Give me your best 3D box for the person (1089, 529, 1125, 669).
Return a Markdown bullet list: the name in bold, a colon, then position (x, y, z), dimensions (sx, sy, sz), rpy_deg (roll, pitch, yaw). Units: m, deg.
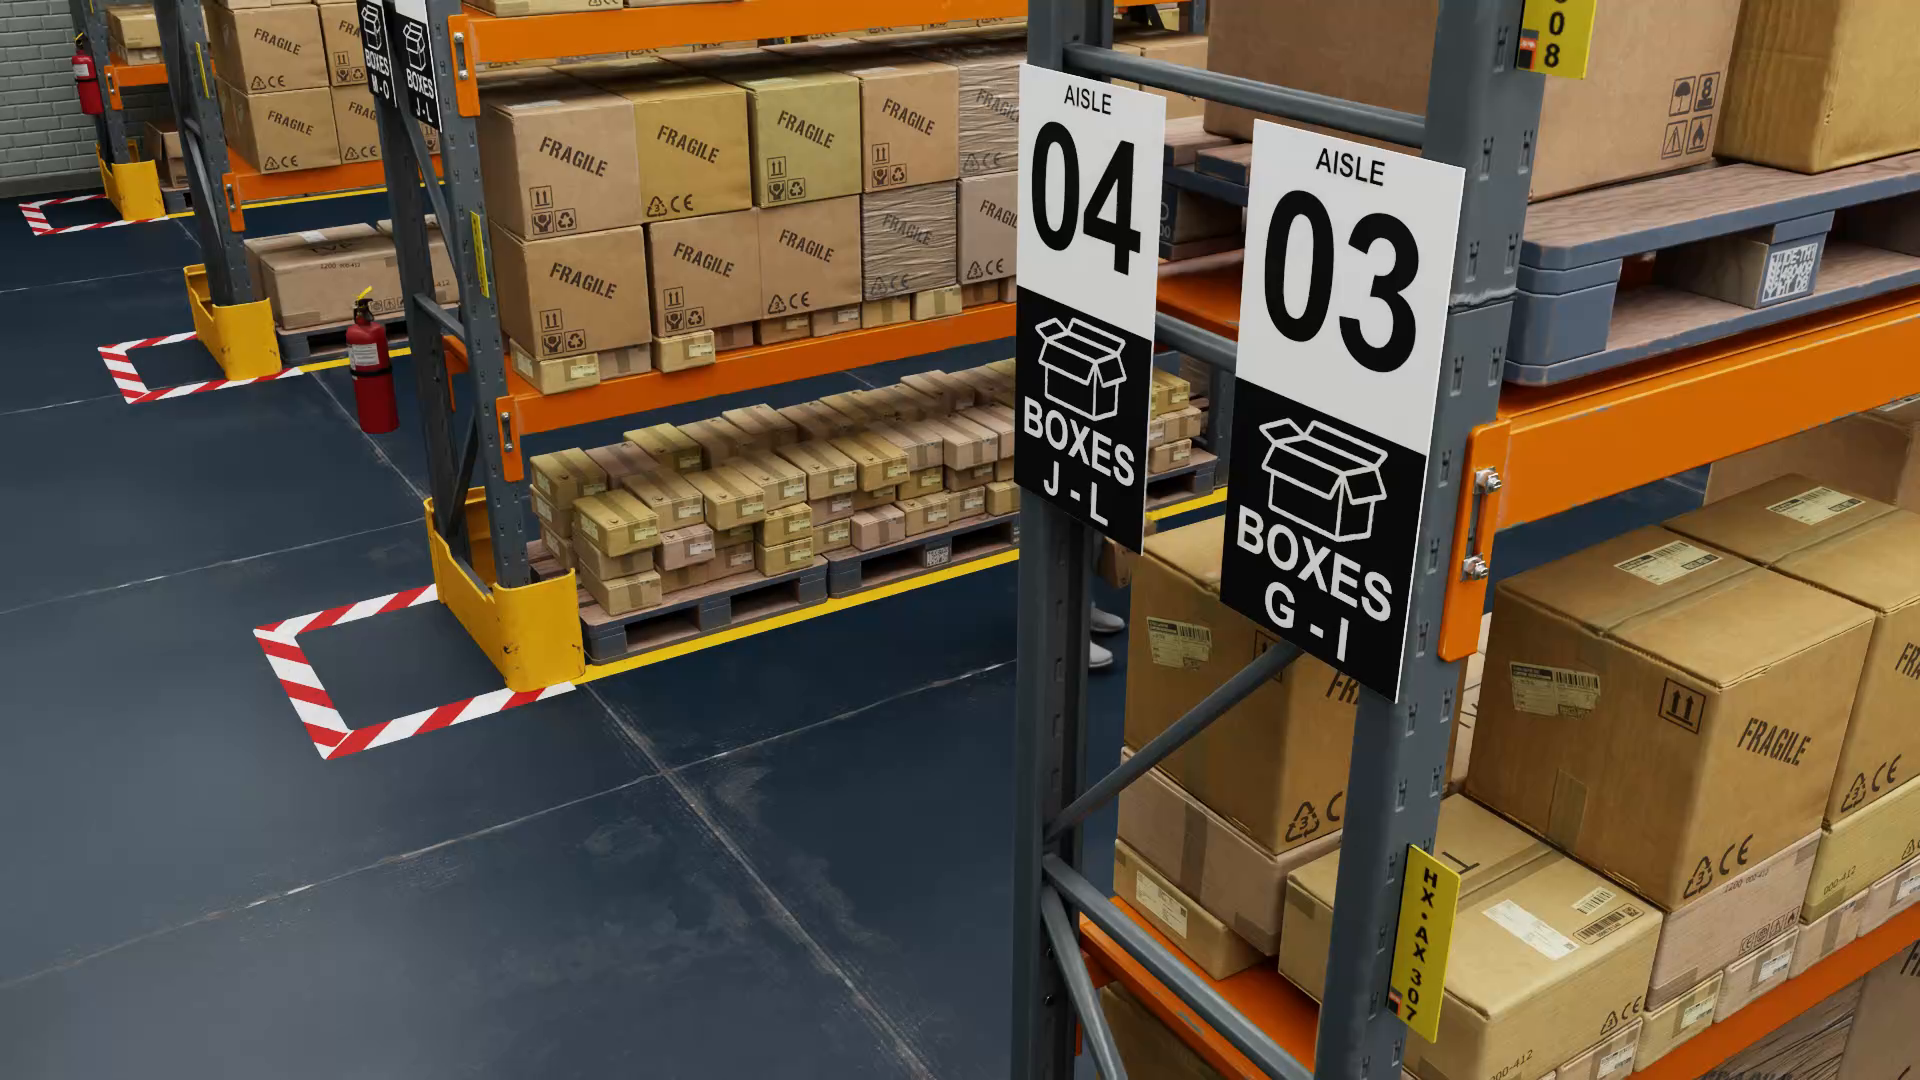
- **person**: position (0.574, -0.322, 7.218), dimensions (0.577, 1.776, 0.535), rpy_deg (-19, 31, -35)
